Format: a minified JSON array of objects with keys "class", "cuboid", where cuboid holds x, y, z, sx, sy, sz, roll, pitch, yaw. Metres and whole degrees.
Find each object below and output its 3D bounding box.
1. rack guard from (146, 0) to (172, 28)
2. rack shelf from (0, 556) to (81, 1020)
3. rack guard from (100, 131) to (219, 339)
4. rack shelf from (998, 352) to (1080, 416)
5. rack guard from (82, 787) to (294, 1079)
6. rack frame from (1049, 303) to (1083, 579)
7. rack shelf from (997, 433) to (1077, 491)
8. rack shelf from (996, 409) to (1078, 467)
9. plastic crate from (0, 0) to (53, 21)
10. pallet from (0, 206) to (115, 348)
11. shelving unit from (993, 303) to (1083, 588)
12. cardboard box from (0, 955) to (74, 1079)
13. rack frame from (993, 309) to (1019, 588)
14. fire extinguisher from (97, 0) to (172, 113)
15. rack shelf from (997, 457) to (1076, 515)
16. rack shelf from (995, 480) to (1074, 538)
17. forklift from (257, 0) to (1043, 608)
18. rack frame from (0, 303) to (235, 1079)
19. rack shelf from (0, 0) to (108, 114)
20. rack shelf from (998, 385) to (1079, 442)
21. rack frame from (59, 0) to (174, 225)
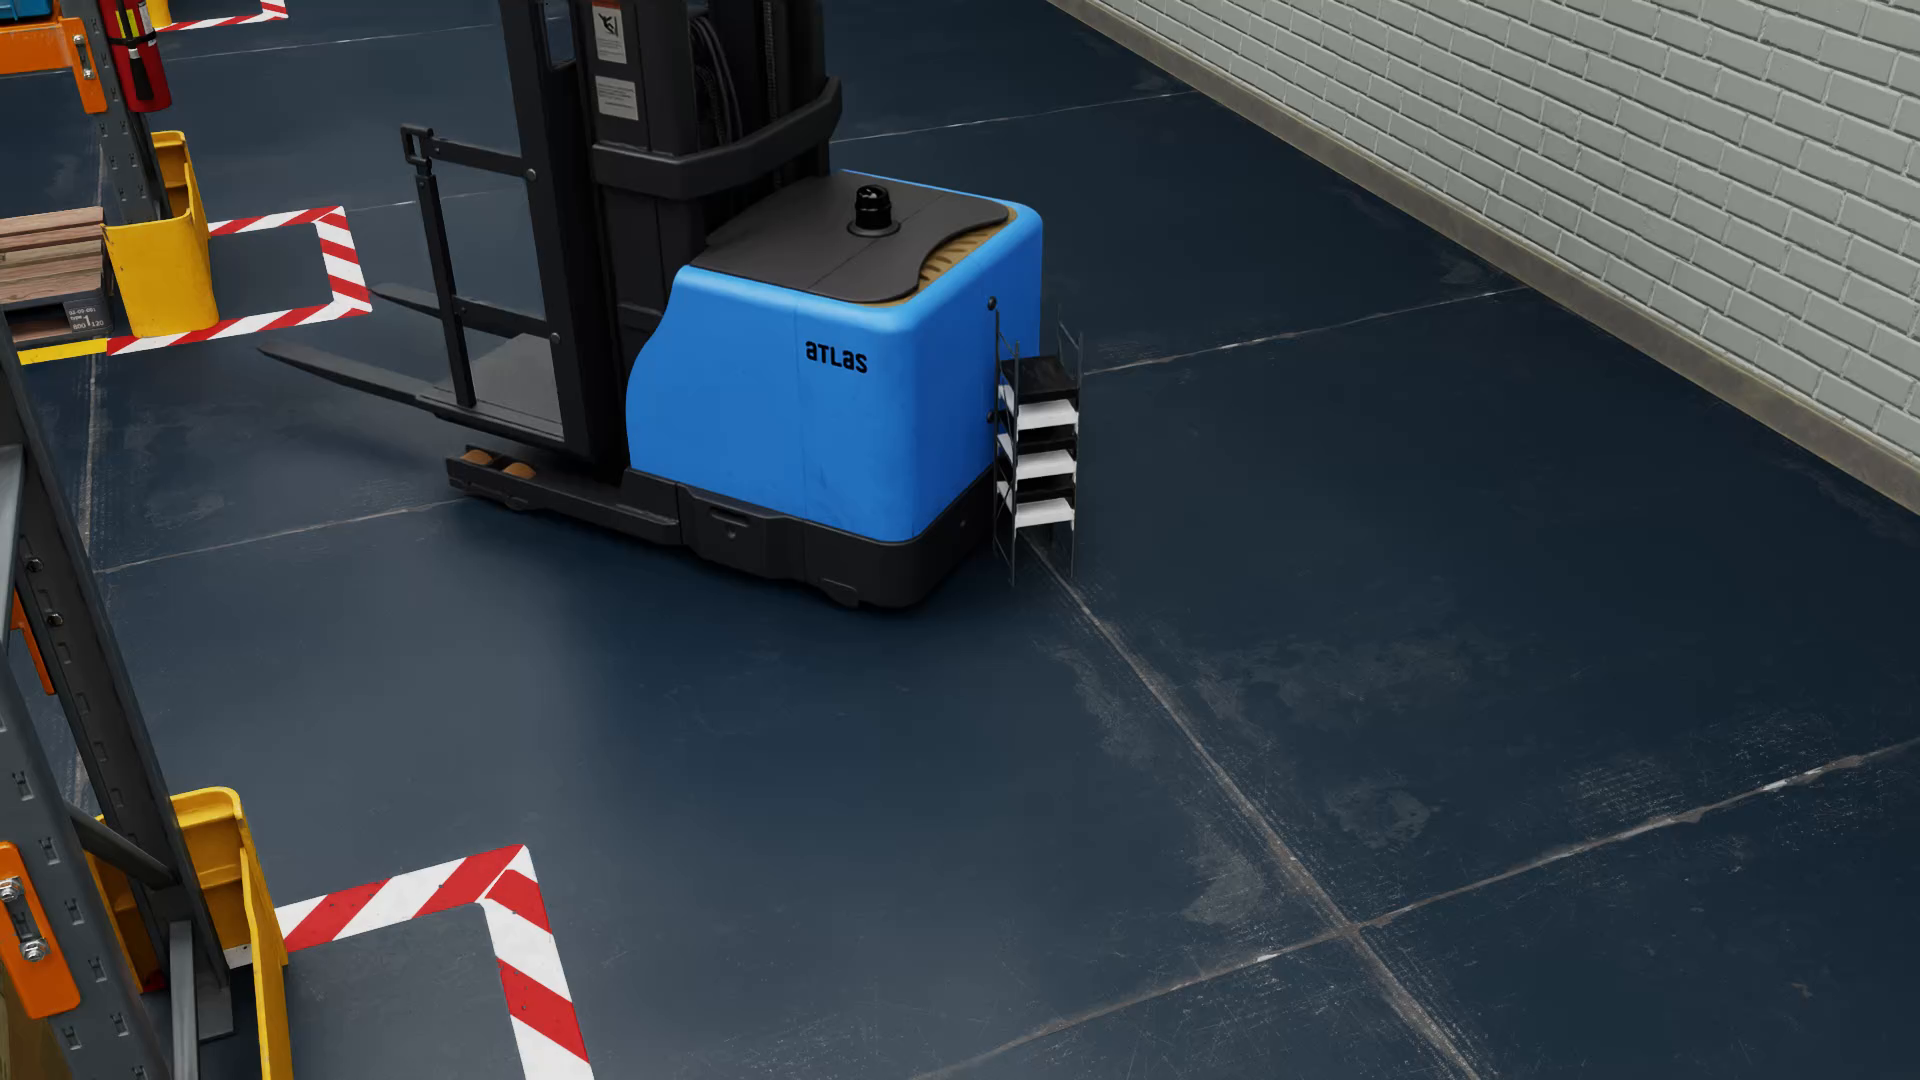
[{"class":"rack guard","cuboid":[-5.574,-3.849,11.207,0.348,0.500,1.175,-13,35,-19]},{"class":"rack shelf","cuboid":[-3.516,0.794,2.440,4.000,0.370,1.077,-13,35,-19]},{"class":"rack guard","cuboid":[-3.572,-1.385,7.420,0.348,0.500,1.175,-13,35,-19]},{"class":"rack shelf","cuboid":[0.244,-0.494,5.250,0.200,0.077,0.258,-8,34,-12]},{"class":"rack guard","cuboid":[-1.650,1.112,3.582,0.348,0.500,1.175,-13,35,-19]},{"class":"rack frame","cuboid":[0.342,-0.309,5.400,0.006,0.900,0.240,-8,34,-12]},{"class":"rack shelf","cuboid":[0.244,-0.267,5.397,0.200,0.077,0.258,-8,34,-12]},{"class":"rack shelf","cuboid":[0.244,-0.343,5.348,0.200,0.077,0.258,-8,34,-12]},{"class":"plastic crate","cuboid":[-3.826,-2.296,6.441,0.499,0.435,0.616,-13,35,-19]},{"class":"pallet","cuboid":[-4.365,-1.097,7.243,1.213,0.211,1.003,-13,35,-19]},{"class":"shelving unit","cuboid":[0.244,-0.295,5.379,0.210,0.900,0.258,-8,34,-12]},{"class":"cardboard box","cuboid":[-2.231,0.960,3.088,0.875,0.875,0.875,-13,35,-19]},{"class":"rack frame","cuboid":[0.145,-0.281,5.357,0.006,0.900,0.240,-8,34,-12]},{"class":"fire extinguisher","cuboid":[-3.274,-2.035,6.541,0.183,0.674,0.296,-13,35,-19]},{"class":"rack shelf","cuboid":[0.244,-0.192,5.446,0.200,0.077,0.258,-8,34,-12]},{"class":"rack shelf","cuboid":[0.244,-0.116,5.495,0.200,0.077,0.258,-8,34,-12]},{"class":"forklift","cuboid":[-1.258,-1.570,5.476,3.031,2.935,1.130,16,36,23]},{"class":"rack frame","cuboid":[-1.672,0.070,2.892,0.127,3.000,1.000,-13,35,-19]},{"class":"rack shelf","cuboid":[-5.434,-1.697,6.267,4.000,0.370,1.077,-13,35,-19]},{"class":"rack shelf","cuboid":[0.244,-0.418,5.299,0.200,0.077,0.258,-8,34,-12]},{"class":"rack frame","cuboid":[-3.589,-2.421,6.720,0.127,3.000,1.000,-13,35,-19]}]
